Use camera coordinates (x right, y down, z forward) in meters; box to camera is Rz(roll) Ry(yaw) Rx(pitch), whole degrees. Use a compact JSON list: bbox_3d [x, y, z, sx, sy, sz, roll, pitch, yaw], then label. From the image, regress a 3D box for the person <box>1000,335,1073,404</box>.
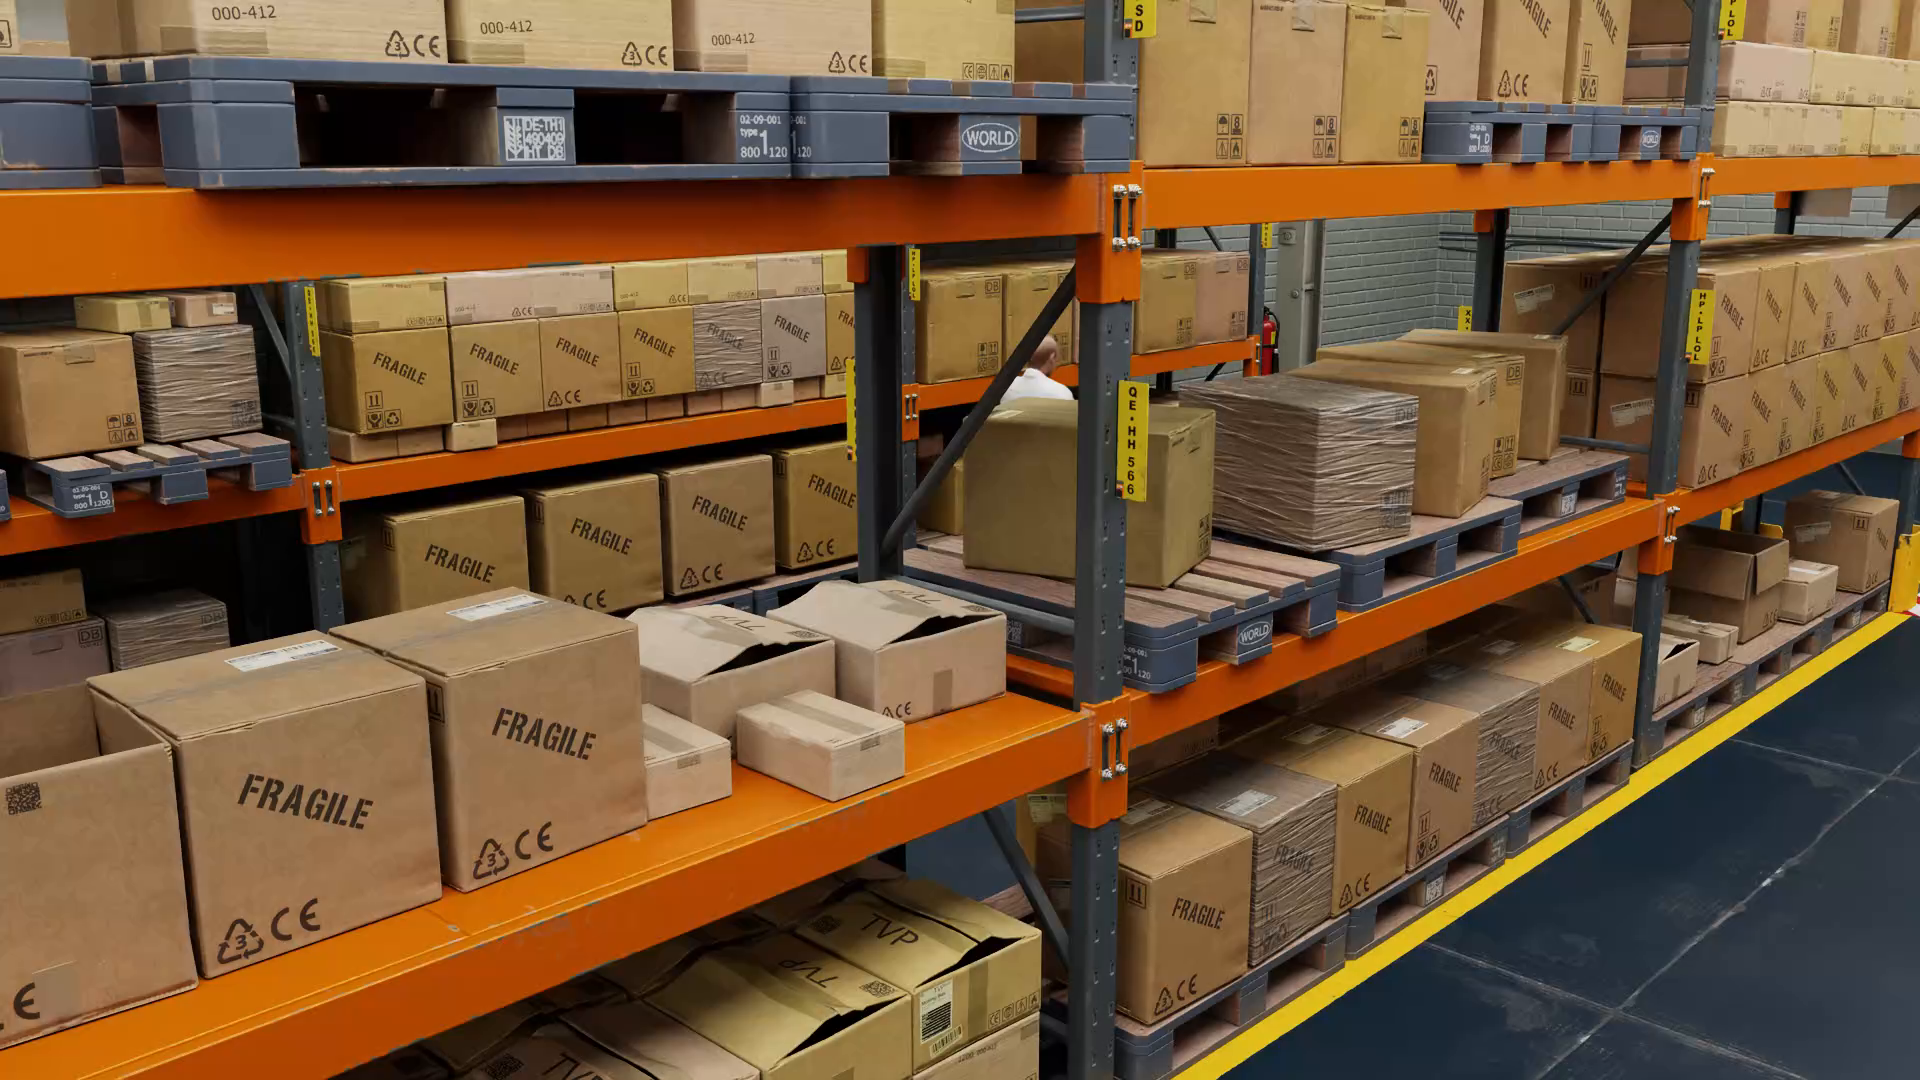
[{"bbox_3d":[0.497,-0.348,10.003,0.380,1.774,0.563,-13,19,-43],"label":"person"}]
